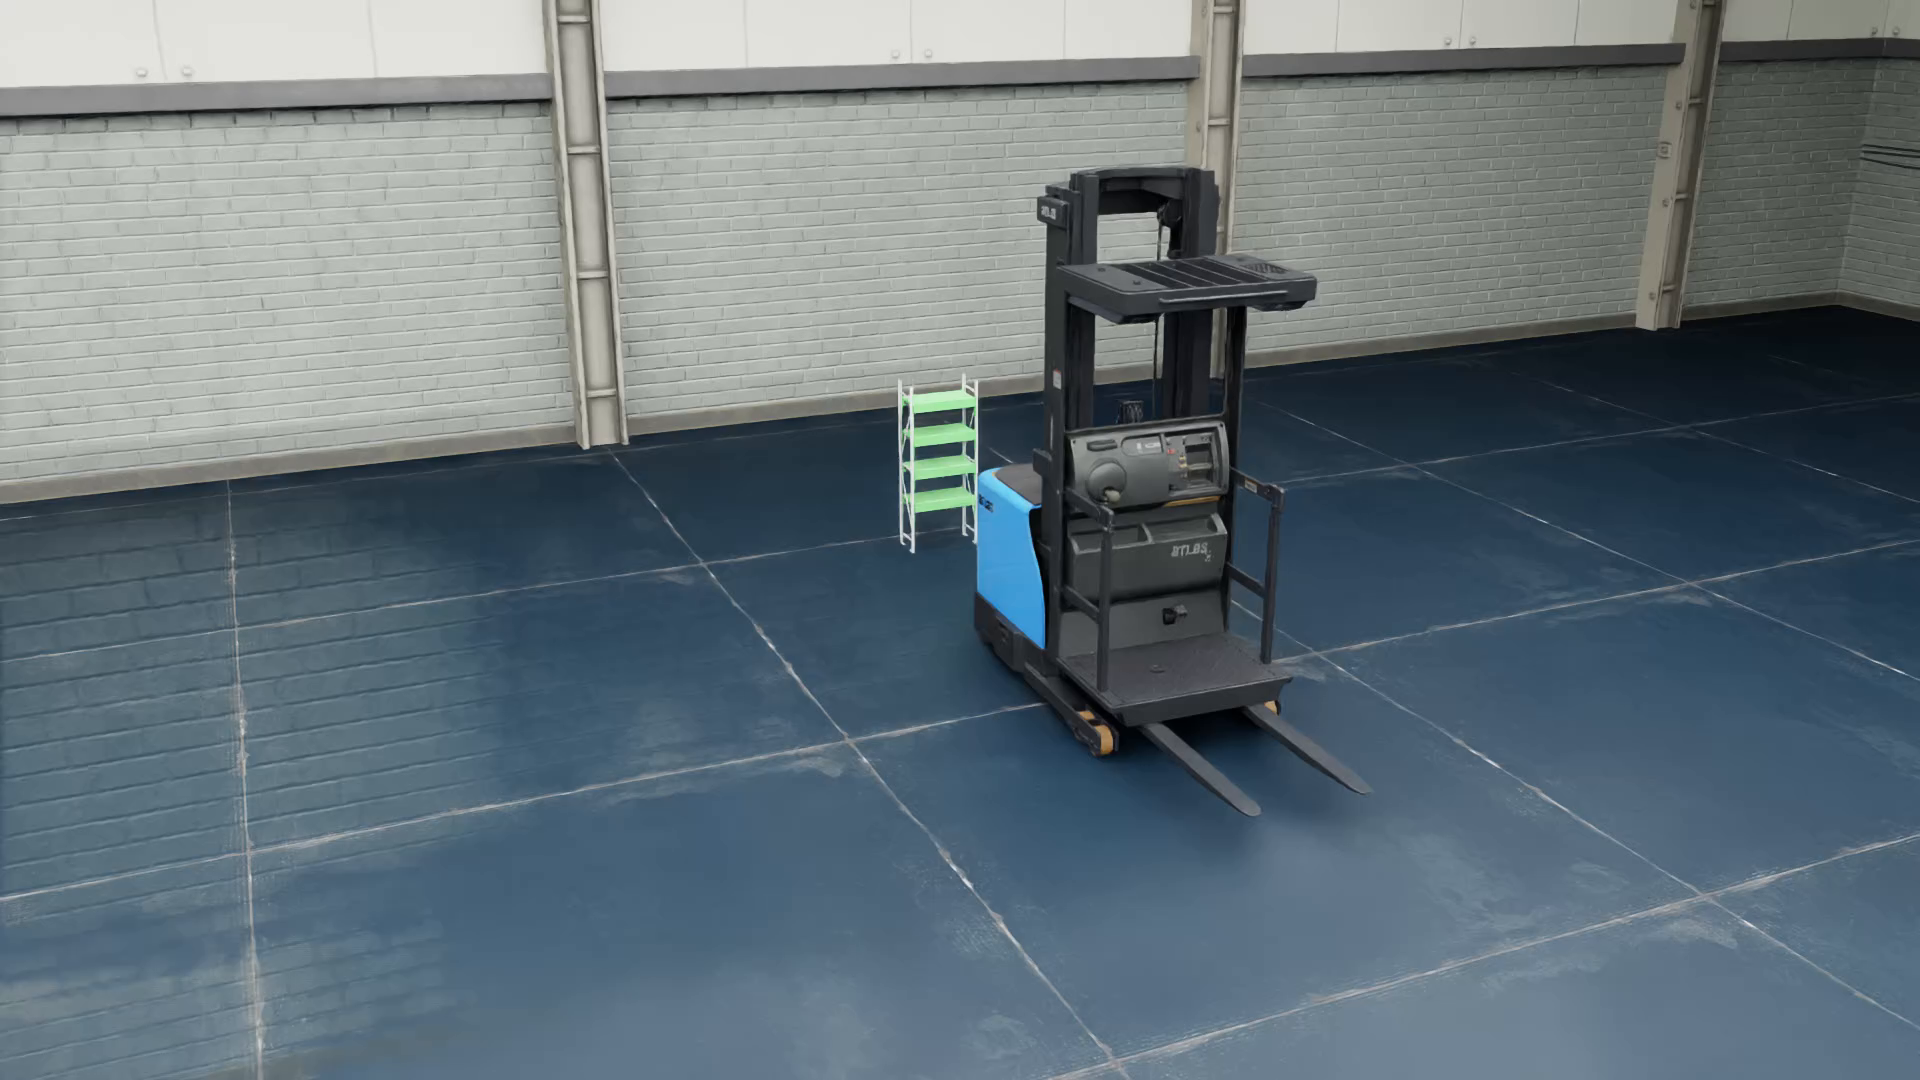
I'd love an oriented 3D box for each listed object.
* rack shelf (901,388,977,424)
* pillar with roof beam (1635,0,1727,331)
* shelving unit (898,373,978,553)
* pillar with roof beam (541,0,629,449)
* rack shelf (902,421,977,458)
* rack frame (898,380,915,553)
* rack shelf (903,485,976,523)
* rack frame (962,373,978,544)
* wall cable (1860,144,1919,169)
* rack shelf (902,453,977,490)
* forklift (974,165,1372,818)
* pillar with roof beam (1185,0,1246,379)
[{"bbox_3d":[-0.152,-0.937,11.623,0.480,0.148,0.258,-8,21,-22],"label":"rack shelf"},{"bbox_3d":[9.624,-5.357,13.686,0.400,9.000,9.100,-8,21,-22],"label":"pillar with roof beam"},{"bbox_3d":[-0.152,-0.544,11.761,0.503,1.200,0.258,-8,21,-22],"label":"shelving unit"},{"bbox_3d":[-1.395,-3.778,9.202,0.400,9.000,9.100,-8,21,-22],"label":"pillar with roof beam"},{"bbox_3d":[-0.152,-0.710,11.702,0.480,0.148,0.258,-8,21,-22],"label":"rack shelf"},{"bbox_3d":[-0.376,-0.512,11.670,0.015,1.200,0.240,-8,21,-22],"label":"rack frame"},{"bbox_3d":[-0.152,-0.258,11.862,0.480,0.148,0.258,-8,21,-22],"label":"rack shelf"},{"bbox_3d":[0.072,-0.576,11.852,0.015,1.200,0.240,-8,21,-22],"label":"rack frame"},{"bbox_3d":[11.147,-5.189,17.885,0.112,2.526,3.097,-8,21,-22],"label":"wall cable"},{"bbox_3d":[-0.152,-0.484,11.782,0.480,0.148,0.258,-8,21,-22],"label":"rack shelf"},{"bbox_3d":[1.103,-0.398,8.738,1.130,2.935,3.031,-7,21,-20],"label":"forklift"},{"bbox_3d":[4.114,-4.567,11.444,0.400,9.000,9.100,-8,21,-22],"label":"pillar with roof beam"}]
